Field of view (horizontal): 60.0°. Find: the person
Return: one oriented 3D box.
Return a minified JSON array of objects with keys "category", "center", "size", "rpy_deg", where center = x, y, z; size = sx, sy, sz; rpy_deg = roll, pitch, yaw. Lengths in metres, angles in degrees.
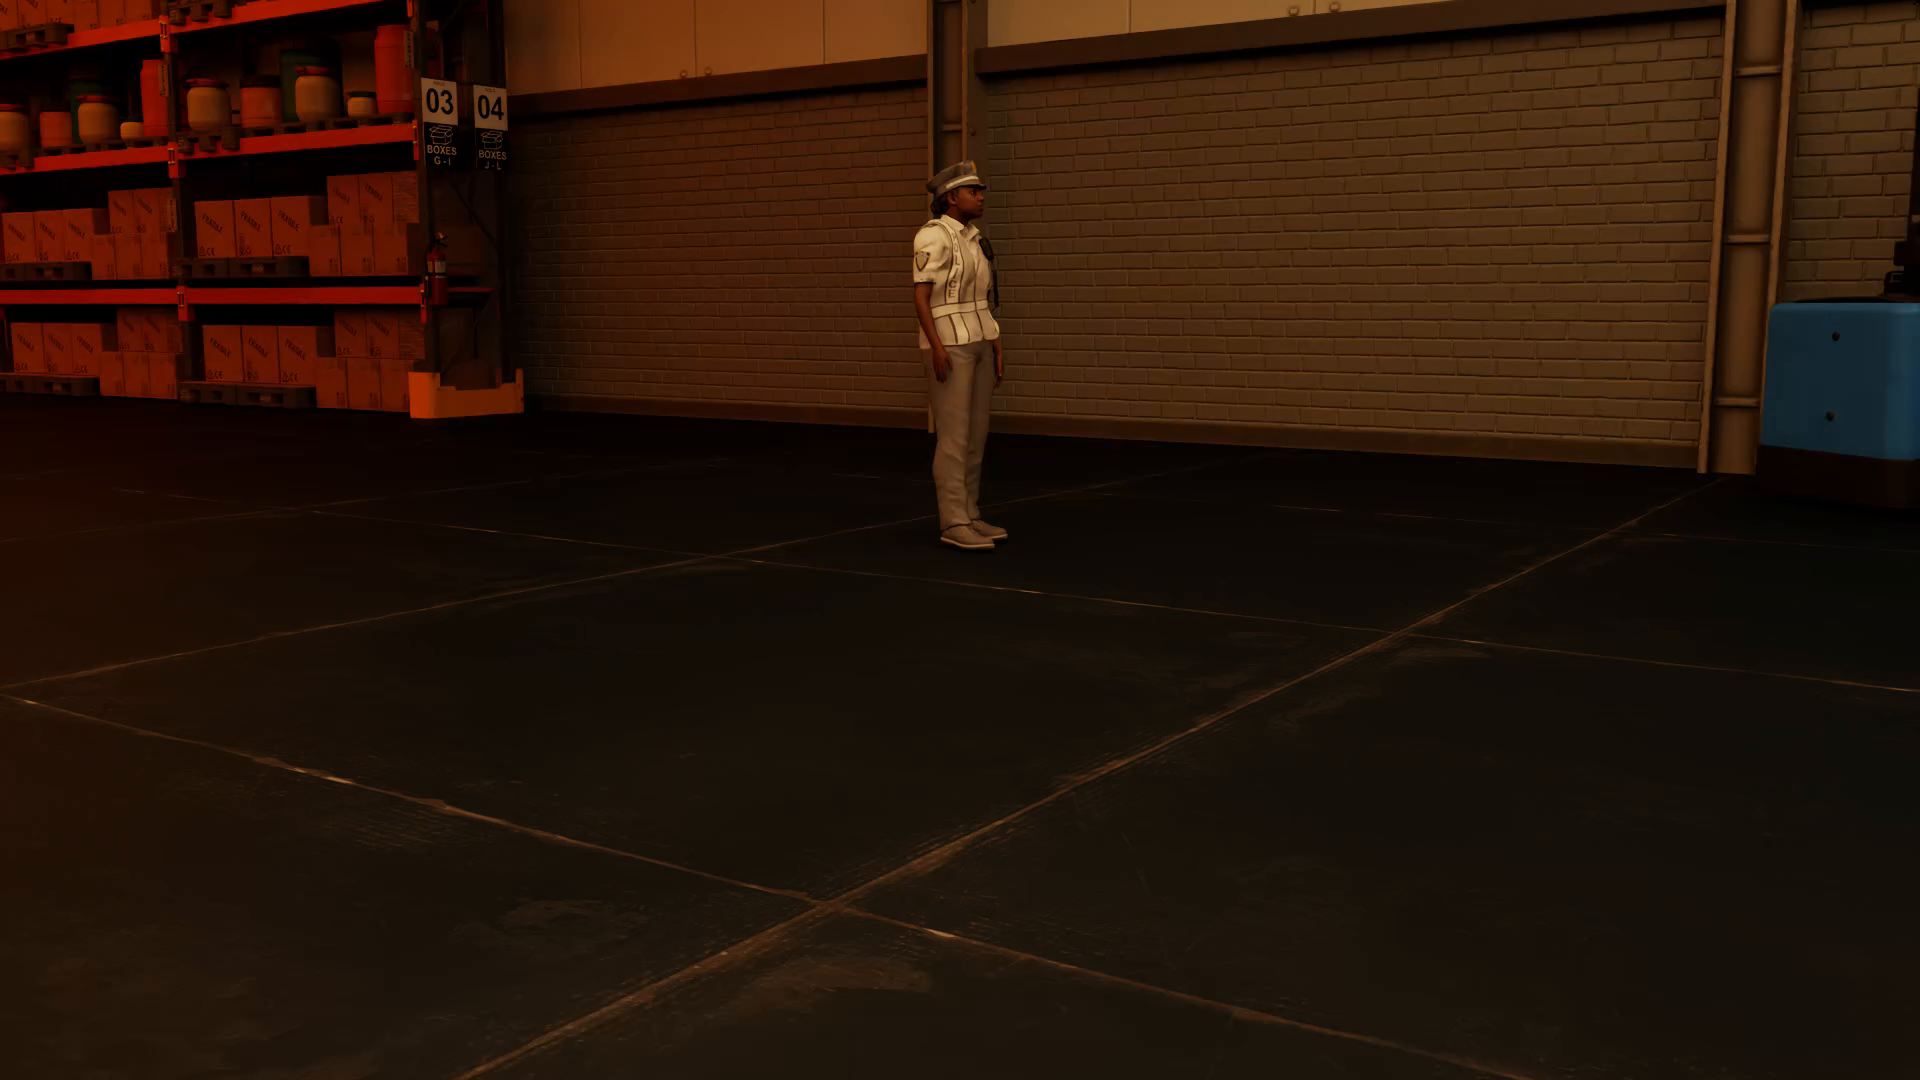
[{"category":"person","center":[0.051,-0.838,7.426],"size":[0.530,1.694,0.569],"rpy_deg":[5,10,34]}]

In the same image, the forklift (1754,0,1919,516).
[{"category":"forklift","center":[5.909,-1.646,8.768],"size":[3.031,2.935,1.130],"rpy_deg":[-2,8,-13]}]
